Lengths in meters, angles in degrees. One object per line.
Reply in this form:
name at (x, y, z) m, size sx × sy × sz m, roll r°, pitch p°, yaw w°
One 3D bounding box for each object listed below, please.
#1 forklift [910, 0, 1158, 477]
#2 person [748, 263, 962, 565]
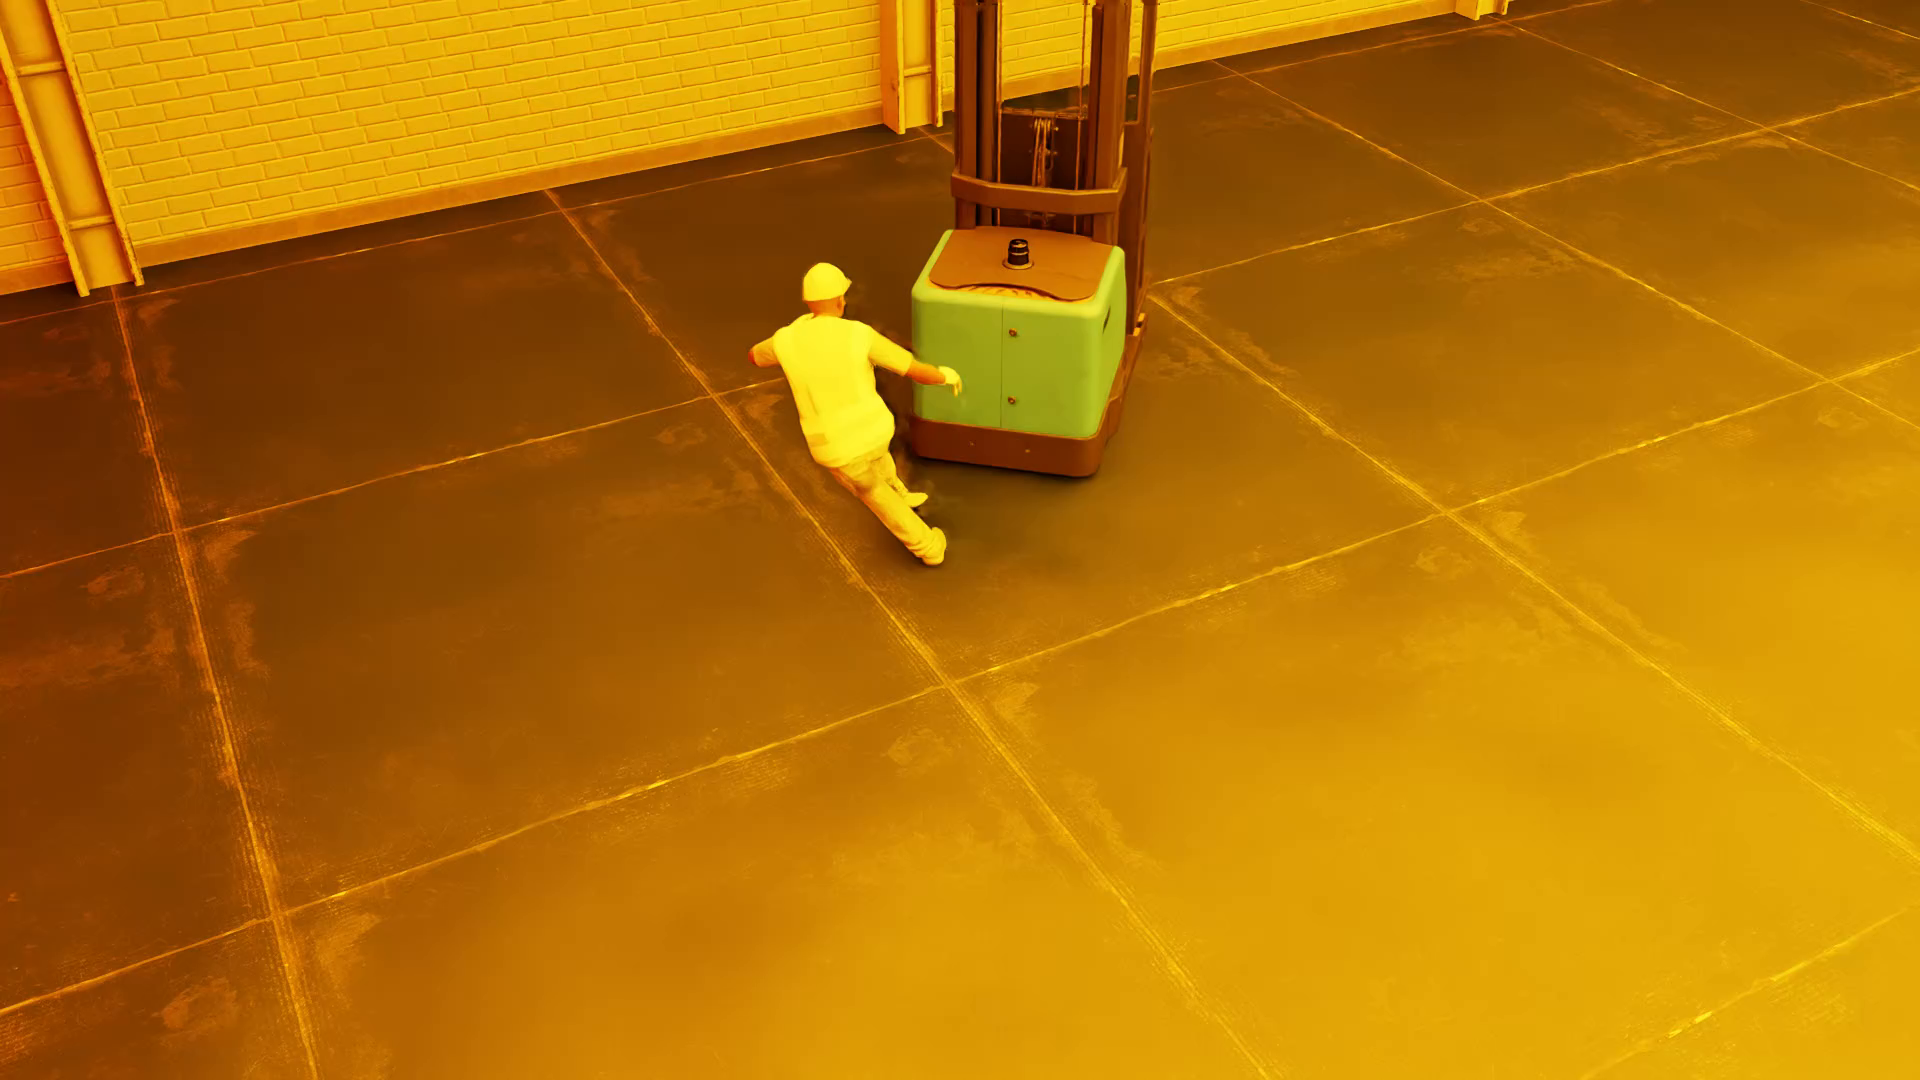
forklift at (0.567, -2.388, 9.501) m, size 1.130 × 2.935 × 3.031 m, roll 8°, pitch 36°, yaw 11°
person at (-0.493, -0.649, 8.262) m, size 1.023 × 1.535 × 0.914 m, roll -9°, pitch 36°, yaw -12°
